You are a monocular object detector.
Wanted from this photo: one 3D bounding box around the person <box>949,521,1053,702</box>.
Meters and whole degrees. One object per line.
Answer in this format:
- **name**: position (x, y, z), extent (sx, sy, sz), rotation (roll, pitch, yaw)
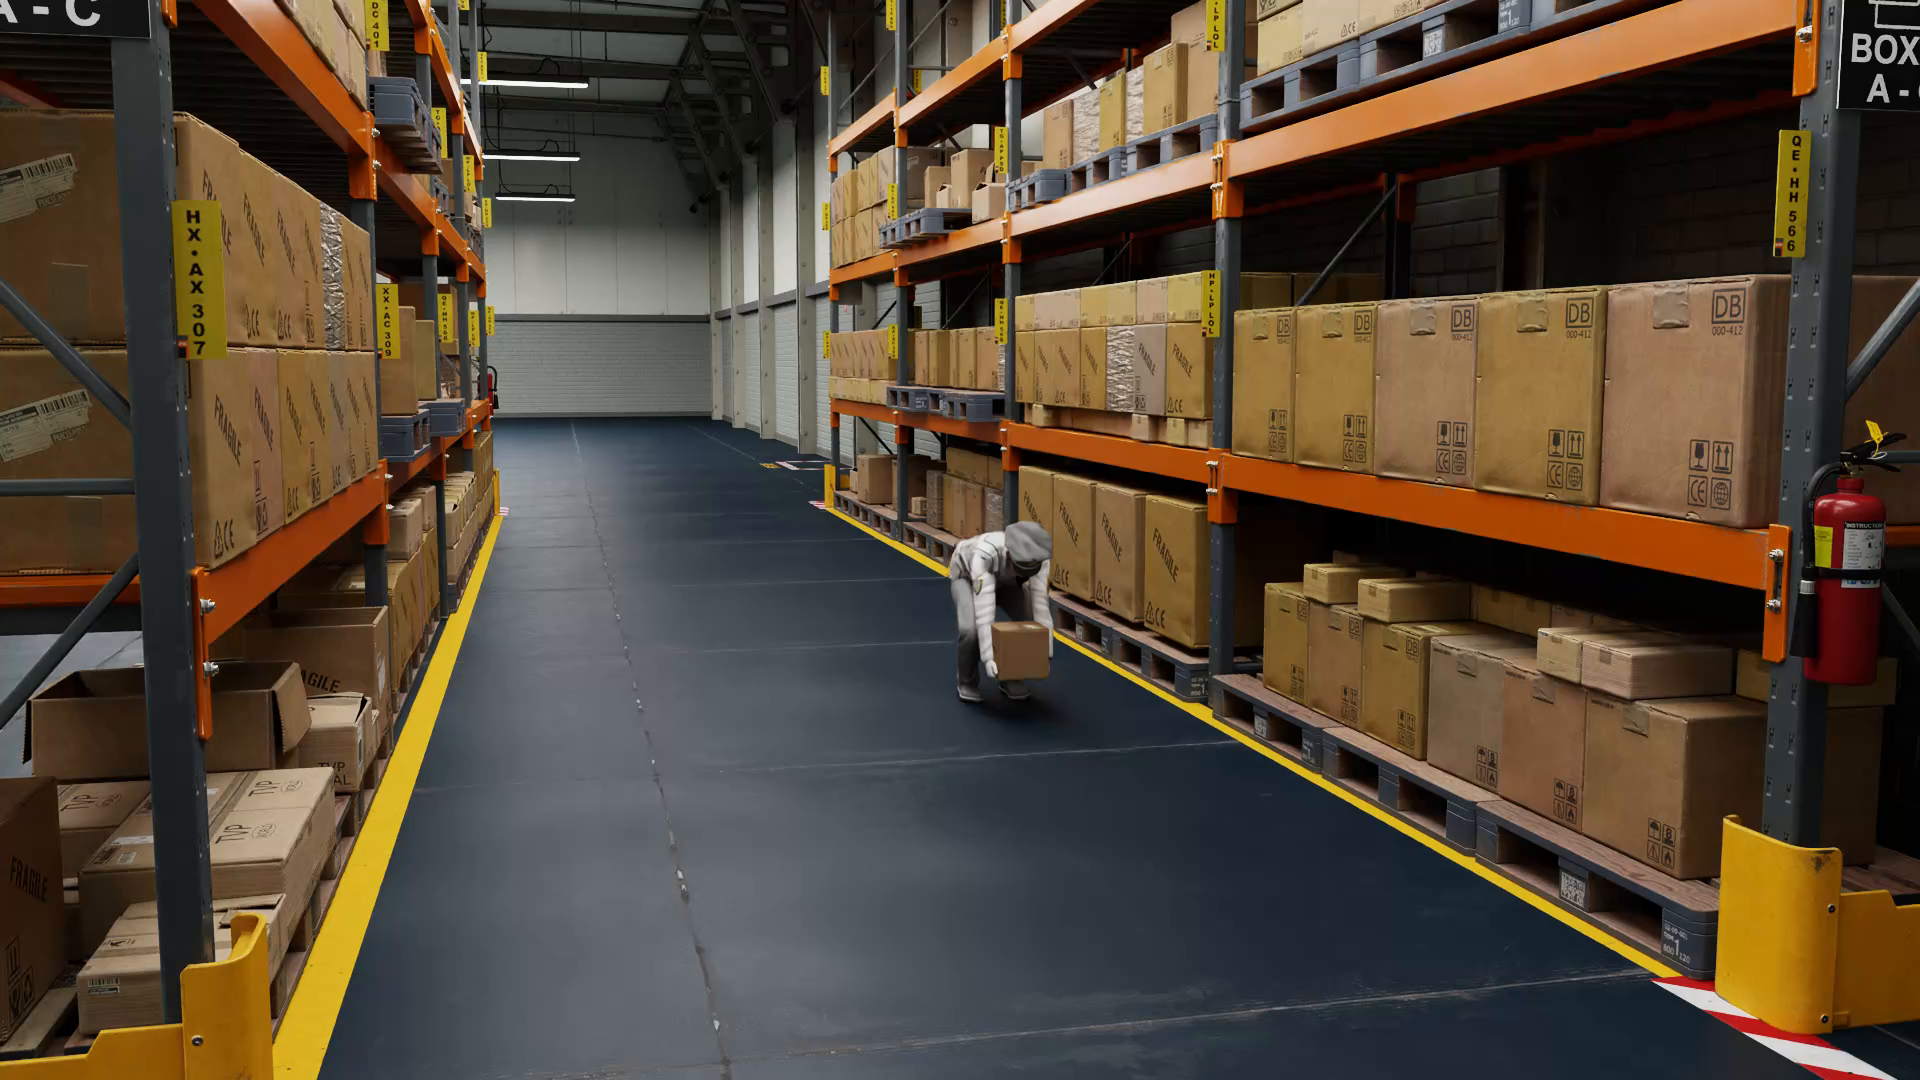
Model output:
- **person**: position (0.221, 0.363, 8.541), extent (0.468, 0.978, 0.912), rotation (-2, 7, -17)
